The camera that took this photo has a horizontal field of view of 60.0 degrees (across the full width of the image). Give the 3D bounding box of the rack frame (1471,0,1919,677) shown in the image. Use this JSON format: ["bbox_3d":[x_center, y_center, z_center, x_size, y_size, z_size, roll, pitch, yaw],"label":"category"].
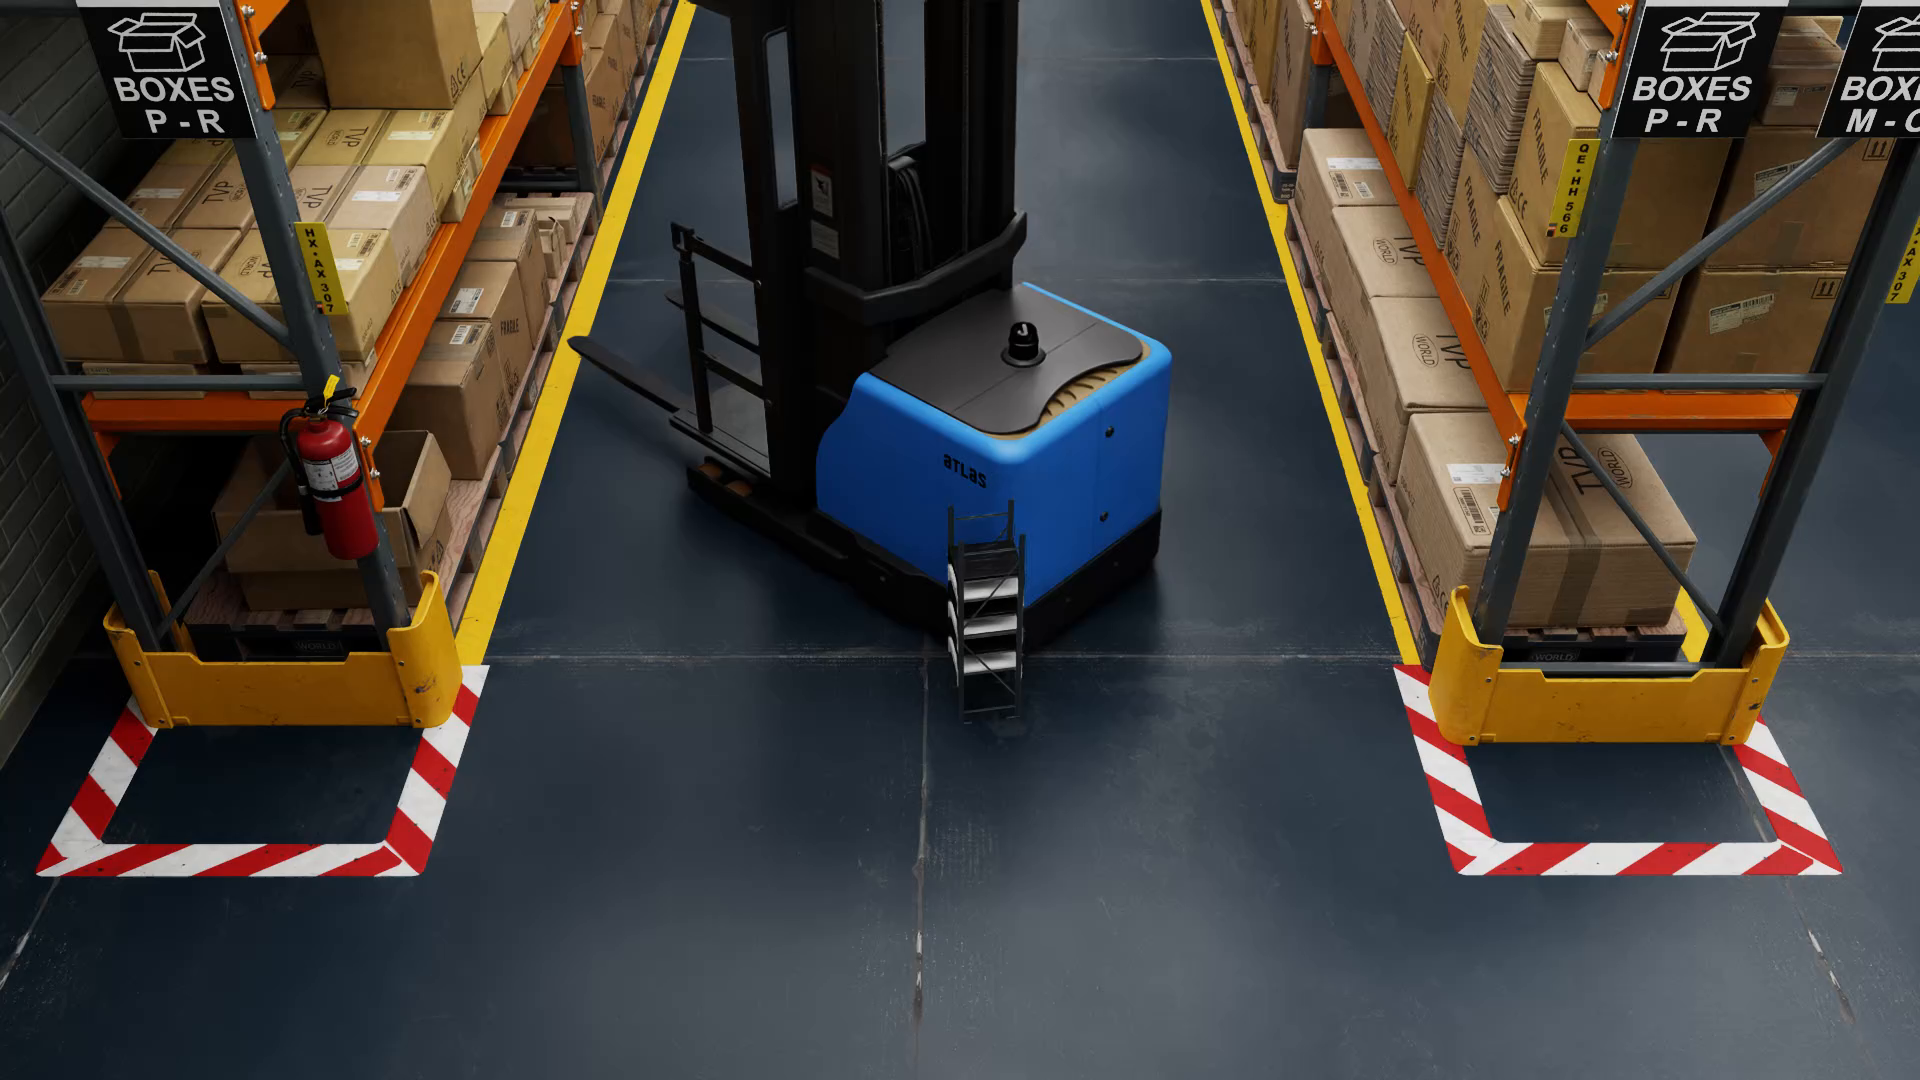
[{"bbox_3d":[2.415,-0.517,5.497,1.000,3.000,0.127,0,39,0],"label":"rack frame"}]

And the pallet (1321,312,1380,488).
[{"bbox_3d":[2.337,-0.690,7.943,1.003,0.211,1.213,0,39,0],"label":"pallet"}]

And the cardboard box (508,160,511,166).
[{"bbox_3d":[-2.850,-2.508,9.644,0.500,0.500,0.500,0,39,0],"label":"cardboard box"}]

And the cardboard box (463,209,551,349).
[{"bbox_3d":[-2.418,-1.266,8.095,0.700,0.500,0.500,-1,39,-2],"label":"cardboard box"}]

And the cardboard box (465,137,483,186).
[{"bbox_3d":[-2.248,-1.590,7.036,0.380,0.149,0.250,1,39,1],"label":"cardboard box"}]

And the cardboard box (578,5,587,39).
[{"bbox_3d":[-2.336,-2.958,9.448,0.380,0.149,0.250,-2,39,-2],"label":"cardboard box"}]

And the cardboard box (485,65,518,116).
[{"bbox_3d":[-2.253,-2.067,7.631,0.380,0.149,0.250,-1,39,-1],"label":"cardboard box"}]

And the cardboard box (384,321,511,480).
[{"bbox_3d":[-2.417,-0.617,7.284,0.700,0.500,0.500,1,39,2],"label":"cardboard box"}]

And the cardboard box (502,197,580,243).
[{"bbox_3d":[-2.259,-1.716,8.937,0.380,0.149,0.250,-1,39,-1],"label":"cardboard box"}]

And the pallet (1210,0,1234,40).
[{"bbox_3d":[2.331,-3.939,11.996,1.003,0.211,1.213,0,39,0],"label":"pallet"}]

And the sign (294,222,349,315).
[{"bbox_3d":[-2.006,-0.850,5.220,0.100,0.325,0.005,0,39,0],"label":"sign"}]

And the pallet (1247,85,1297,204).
[{"bbox_3d":[2.334,-2.413,10.092,1.003,0.211,1.213,0,39,0],"label":"pallet"}]

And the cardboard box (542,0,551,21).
[{"bbox_3d":[-2.301,-2.716,8.441,0.380,0.149,0.250,0,39,1],"label":"cardboard box"}]

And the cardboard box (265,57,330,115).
[{"bbox_3d":[-2.811,-1.816,6.999,0.500,0.250,0.500,0,39,0],"label":"cardboard box"}]

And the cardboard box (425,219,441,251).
[{"bbox_3d":[-2.302,-1.267,6.633,0.380,0.149,0.250,1,39,1],"label":"cardboard box"}]

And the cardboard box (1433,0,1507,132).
[{"bbox_3d":[2.149,-1.884,6.323,0.500,0.500,0.500,0,39,0],"label":"cardboard box"}]

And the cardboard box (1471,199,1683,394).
[{"bbox_3d":[2.149,-0.858,5.842,0.500,0.500,0.500,0,39,0],"label":"cardboard box"}]

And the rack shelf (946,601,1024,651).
[{"bbox_3d":[0.094,0.306,6.202,0.258,0.077,0.200,-6,39,-8],"label":"rack shelf"}]

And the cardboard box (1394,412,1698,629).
[{"bbox_3d":[2.314,-0.094,6.682,0.875,0.438,0.875,-1,39,-2],"label":"cardboard box"}]

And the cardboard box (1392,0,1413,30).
[{"bbox_3d":[2.152,-2.514,7.109,0.500,0.500,0.500,1,39,1],"label":"cardboard box"}]

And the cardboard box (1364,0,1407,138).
[{"bbox_3d":[2.139,-2.138,7.440,0.500,0.500,0.500,0,39,0],"label":"cardboard box"}]

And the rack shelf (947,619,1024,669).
[{"bbox_3d":[0.094,0.376,6.258,0.258,0.077,0.200,-6,39,-8],"label":"rack shelf"}]

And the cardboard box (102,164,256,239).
[{"bbox_3d":[-2.814,-1.179,6.205,0.500,0.250,0.500,0,39,0],"label":"cardboard box"}]

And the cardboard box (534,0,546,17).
[{"bbox_3d":[-2.309,-2.752,8.168,0.500,0.250,0.500,1,39,1],"label":"cardboard box"}]

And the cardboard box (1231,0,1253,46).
[{"bbox_3d":[2.320,-3.865,11.038,0.875,0.875,0.875,0,39,1],"label":"cardboard box"}]

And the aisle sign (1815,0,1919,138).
[{"bbox_3d":[2.705,-1.487,4.628,0.394,0.787,0.004,0,39,0],"label":"aisle sign"}]

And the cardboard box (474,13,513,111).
[{"bbox_3d":[-2.306,-2.127,7.388,0.500,0.250,0.500,0,39,0],"label":"cardboard box"}]

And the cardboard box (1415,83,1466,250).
[{"bbox_3d":[2.153,-1.493,6.635,0.500,0.500,0.500,1,39,1],"label":"cardboard box"}]

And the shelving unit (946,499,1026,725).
[{"bbox_3d":[0.094,0.280,6.181,0.258,0.900,0.210,-6,39,-8],"label":"shelving unit"}]

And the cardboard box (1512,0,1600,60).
[{"bbox_3d":[2.105,-1.744,5.630,0.380,0.149,0.250,0,39,0],"label":"cardboard box"}]

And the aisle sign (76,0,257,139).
[{"bbox_3d":[-2.255,-1.484,4.624,0.394,0.787,0.004,0,39,0],"label":"aisle sign"}]

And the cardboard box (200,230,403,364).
[{"bbox_3d":[-2.280,-0.853,5.798,0.500,0.250,0.500,0,39,0],"label":"cardboard box"}]

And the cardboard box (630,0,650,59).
[{"bbox_3d":[-2.330,-3.473,10.849,0.500,0.500,0.500,-1,39,-2],"label":"cardboard box"}]

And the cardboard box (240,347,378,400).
[{"bbox_3d":[-2.275,-0.619,5.825,0.380,0.149,0.250,0,39,0],"label":"cardboard box"}]

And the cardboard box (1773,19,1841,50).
[{"bbox_3d":[2.620,-1.586,5.432,0.380,0.149,0.250,1,39,1],"label":"cardboard box"}]

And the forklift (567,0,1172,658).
[{"bbox_3d":[-0.581,-1.458,6.726,3.031,2.935,1.130,30,47,32],"label":"forklift"}]

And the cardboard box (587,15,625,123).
[{"bbox_3d":[-2.340,-2.837,10.055,0.500,0.500,0.500,-1,39,-1],"label":"cardboard box"}]

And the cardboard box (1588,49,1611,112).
[{"bbox_3d":[2.214,-1.424,5.230,0.380,0.149,0.250,0,39,1],"label":"cardboard box"}]

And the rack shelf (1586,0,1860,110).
[{"bbox_3d":[2.412,-2.658,6.345,1.077,0.370,4.000,0,39,0],"label":"rack shelf"}]

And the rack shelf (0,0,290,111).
[{"bbox_3d":[-2.551,-2.652,6.337,1.077,0.370,4.000,0,39,0],"label":"rack shelf"}]

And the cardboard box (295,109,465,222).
[{"bbox_3d":[-2.285,-1.485,6.587,0.500,0.250,0.500,-1,39,-1],"label":"cardboard box"}]

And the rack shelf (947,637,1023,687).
[{"bbox_3d":[0.094,0.447,6.314,0.258,0.077,0.200,-6,39,-8],"label":"rack shelf"}]

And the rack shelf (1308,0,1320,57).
[{"bbox_3d":[2.408,-3.989,10.404,1.077,0.370,4.000,0,39,0],"label":"rack shelf"}]

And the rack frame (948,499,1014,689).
[{"bbox_3d":[0.076,0.218,6.259,0.240,0.900,0.006,-6,39,-8],"label":"rack frame"}]

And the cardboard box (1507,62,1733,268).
[{"bbox_3d":[2.176,-1.248,5.529,0.500,0.500,0.500,1,39,1],"label":"cardboard box"}]

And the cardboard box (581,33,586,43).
[{"bbox_3d":[-2.366,-2.852,9.555,0.380,0.149,0.250,-1,39,-1],"label":"cardboard box"}]

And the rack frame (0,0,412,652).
[{"bbox_3d":[-2.549,-0.512,5.490,1.000,3.000,0.127,0,39,0],"label":"rack frame"}]

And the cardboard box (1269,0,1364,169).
[{"bbox_3d":[2.329,-2.741,9.635,0.875,0.875,0.875,1,39,1],"label":"cardboard box"}]

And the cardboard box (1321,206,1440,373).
[{"bbox_3d":[2.305,-1.230,8.100,0.875,0.438,0.875,-1,39,-1],"label":"cardboard box"}]

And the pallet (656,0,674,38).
[{"bbox_3d":[-2.595,-3.959,12.022,1.003,0.211,1.213,0,39,0],"label":"pallet"}]

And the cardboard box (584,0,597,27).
[{"bbox_3d":[-2.391,-3.184,9.969,0.380,0.149,0.250,-1,39,-1],"label":"cardboard box"}]

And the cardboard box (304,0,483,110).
[{"bbox_3d":[-2.282,-2.084,6.734,0.500,0.500,0.500,1,39,1],"label":"cardboard box"}]

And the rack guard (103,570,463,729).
[{"bbox_3d":[-2.549,0.416,6.331,1.175,0.500,0.348,0,39,0],"label":"rack guard"}]

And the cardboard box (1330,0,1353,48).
[{"bbox_3d":[2.149,-2.764,8.221,0.500,0.500,0.500,1,39,1],"label":"cardboard box"}]

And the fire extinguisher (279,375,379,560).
[{"bbox_3d":[-2.087,-0.244,5.516,0.296,0.674,0.183,0,39,0],"label":"fire extinguisher"}]

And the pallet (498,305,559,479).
[{"bbox_3d":[-2.550,-0.730,7.993,1.003,0.211,1.213,0,39,0],"label":"pallet"}]

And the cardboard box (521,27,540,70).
[{"bbox_3d":[-2.254,-2.390,8.035,0.380,0.149,0.250,1,39,1],"label":"cardboard box"}]

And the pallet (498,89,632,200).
[{"bbox_3d":[-2.592,-2.433,10.118,1.003,0.211,1.213,0,39,0],"label":"pallet"}]
